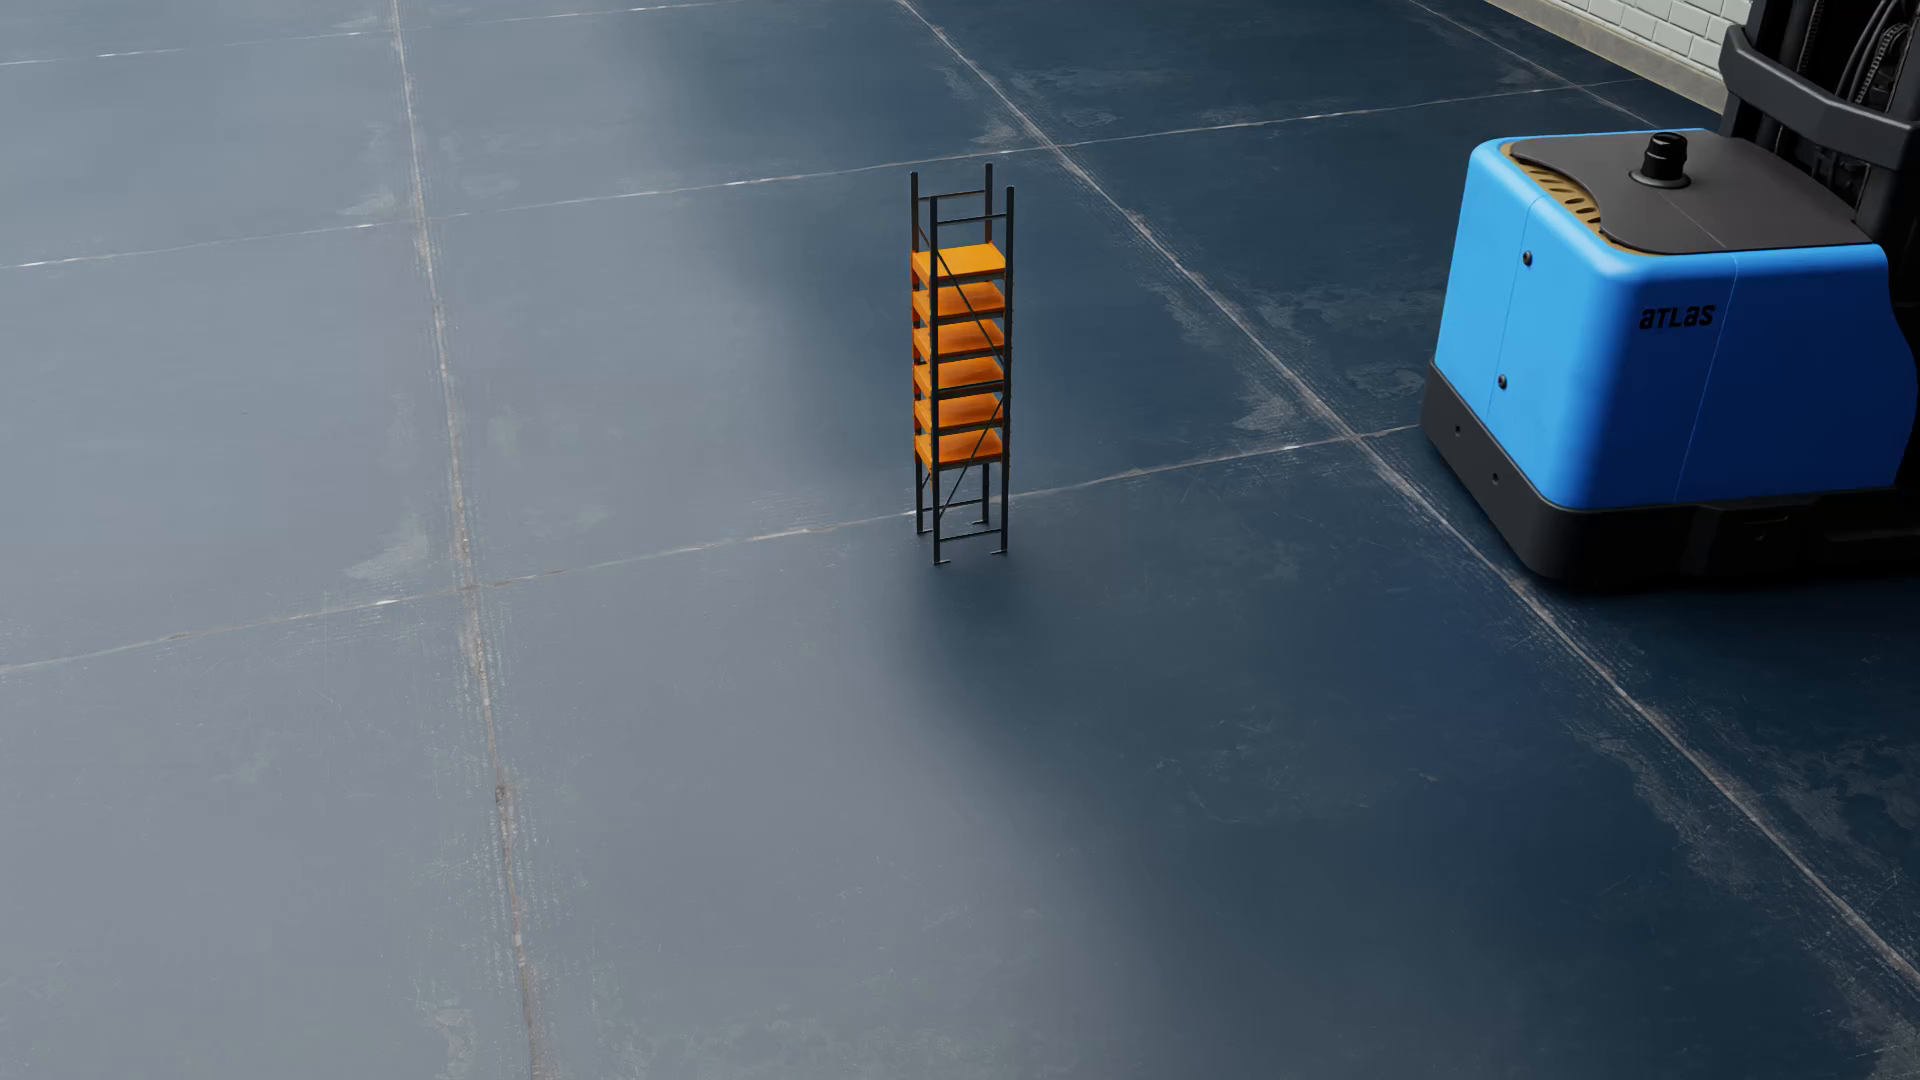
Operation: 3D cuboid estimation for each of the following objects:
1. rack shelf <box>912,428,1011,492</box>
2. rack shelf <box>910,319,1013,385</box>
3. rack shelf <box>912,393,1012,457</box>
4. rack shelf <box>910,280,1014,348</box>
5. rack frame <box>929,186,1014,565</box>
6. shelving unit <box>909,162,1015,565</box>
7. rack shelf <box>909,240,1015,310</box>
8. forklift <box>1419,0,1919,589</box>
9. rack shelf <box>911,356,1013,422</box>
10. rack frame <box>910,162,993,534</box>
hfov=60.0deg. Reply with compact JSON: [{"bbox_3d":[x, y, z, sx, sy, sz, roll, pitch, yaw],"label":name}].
[{"bbox_3d":[0.004,-0.256,5.065,0.258,0.103,0.180,-10,35,-15],"label":"rack shelf"},{"bbox_3d":[0.004,-0.556,4.866,0.258,0.103,0.180,-10,35,-15],"label":"rack shelf"},{"bbox_3d":[0.004,-0.356,4.998,0.258,0.103,0.180,-10,35,-15],"label":"rack shelf"},{"bbox_3d":[0.004,-0.656,4.800,0.258,0.103,0.180,-10,35,-15],"label":"rack shelf"},{"bbox_3d":[0.032,-0.445,4.835,0.240,1.200,0.006,-10,35,-15],"label":"rack frame"},{"bbox_3d":[0.004,-0.493,4.908,0.258,1.200,0.189,-10,35,-15],"label":"shelving unit"},{"bbox_3d":[0.004,-0.756,4.734,0.258,0.103,0.180,-10,35,-15],"label":"rack shelf"},{"bbox_3d":[3.140,-1.436,4.765,3.031,2.935,1.130,-4,34,-7],"label":"forklift"},{"bbox_3d":[0.004,-0.456,4.932,0.258,0.103,0.180,-10,35,-15],"label":"rack shelf"},{"bbox_3d":[-0.023,-0.541,4.980,0.240,1.200,0.006,-10,35,-15],"label":"rack frame"}]
